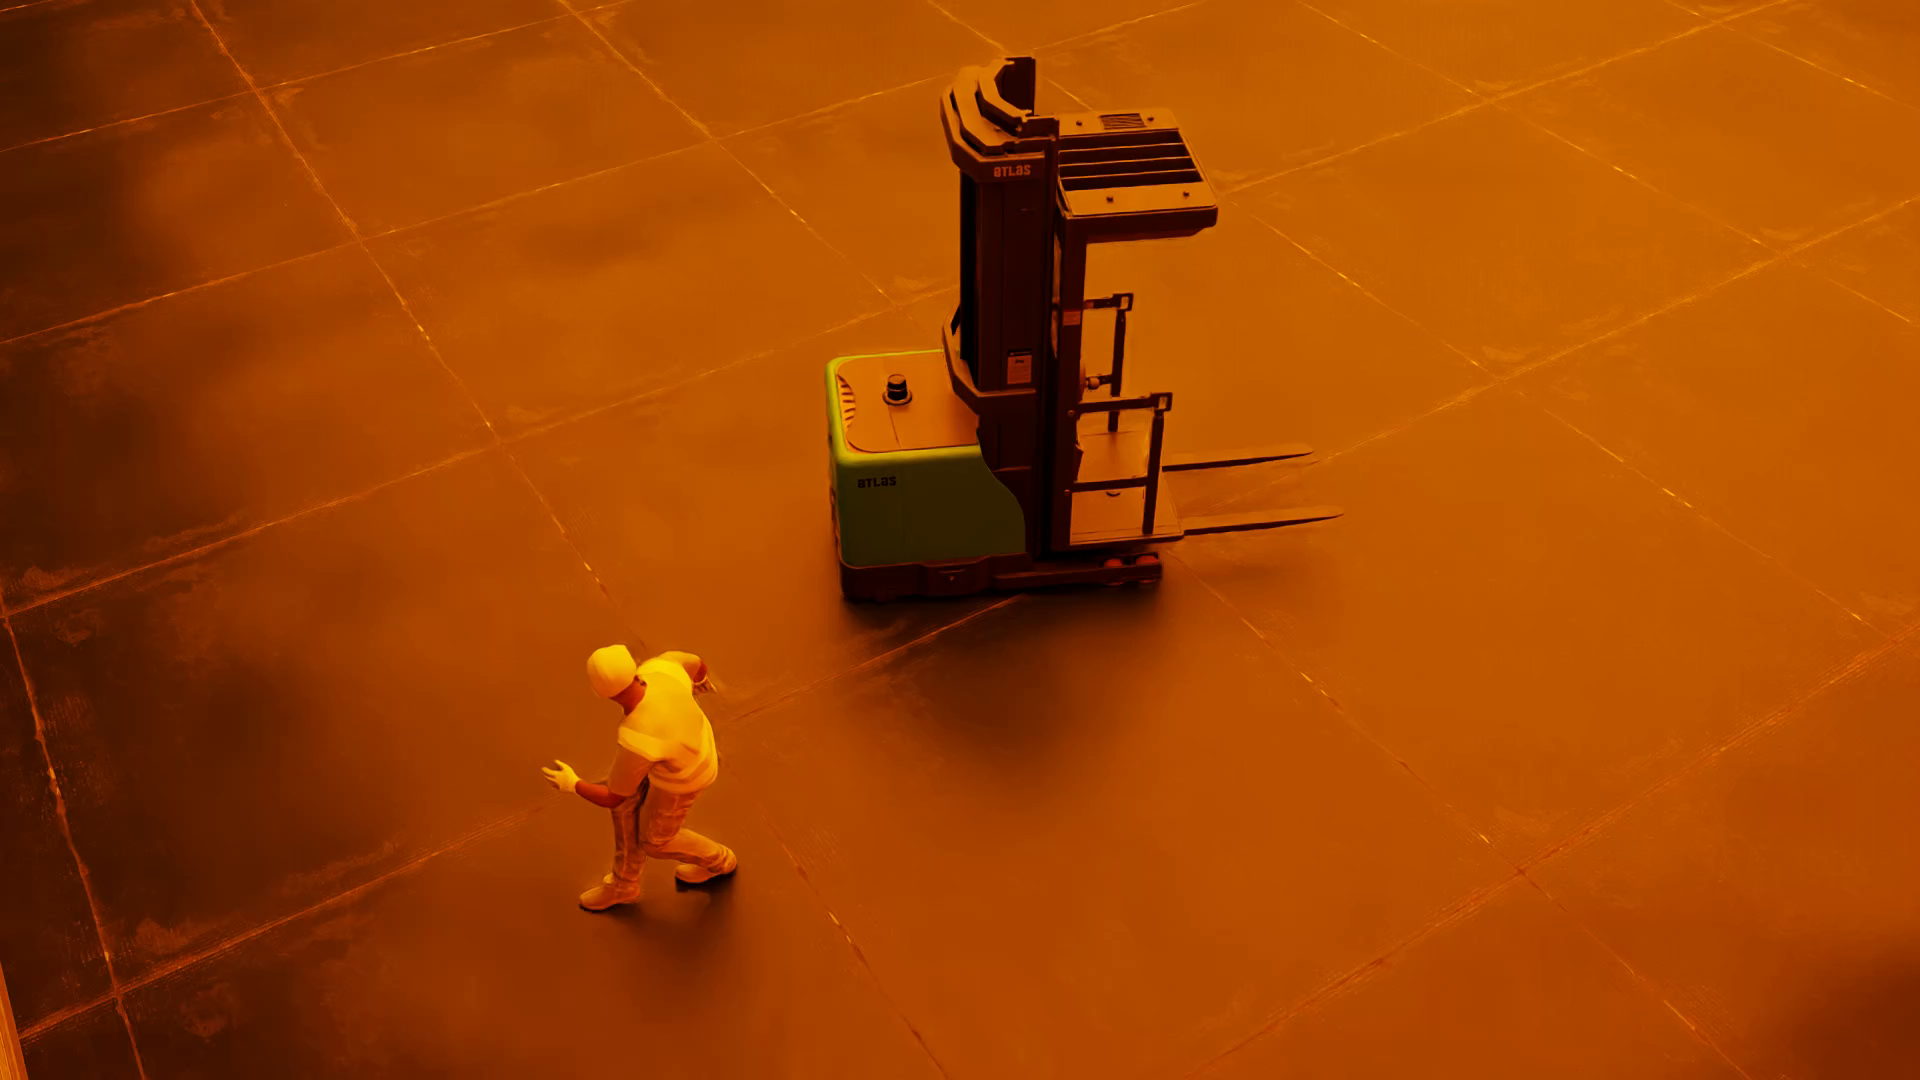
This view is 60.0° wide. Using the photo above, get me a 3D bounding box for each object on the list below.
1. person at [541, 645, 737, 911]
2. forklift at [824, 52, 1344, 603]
[{"bbox_3d":[-1.516,1.004,7.722,0.810,1.613,0.807,-6,42,-7],"label":"person"},{"bbox_3d":[0.752,-1.175,9.215,3.031,2.935,1.130,-5,41,-6],"label":"forklift"}]
